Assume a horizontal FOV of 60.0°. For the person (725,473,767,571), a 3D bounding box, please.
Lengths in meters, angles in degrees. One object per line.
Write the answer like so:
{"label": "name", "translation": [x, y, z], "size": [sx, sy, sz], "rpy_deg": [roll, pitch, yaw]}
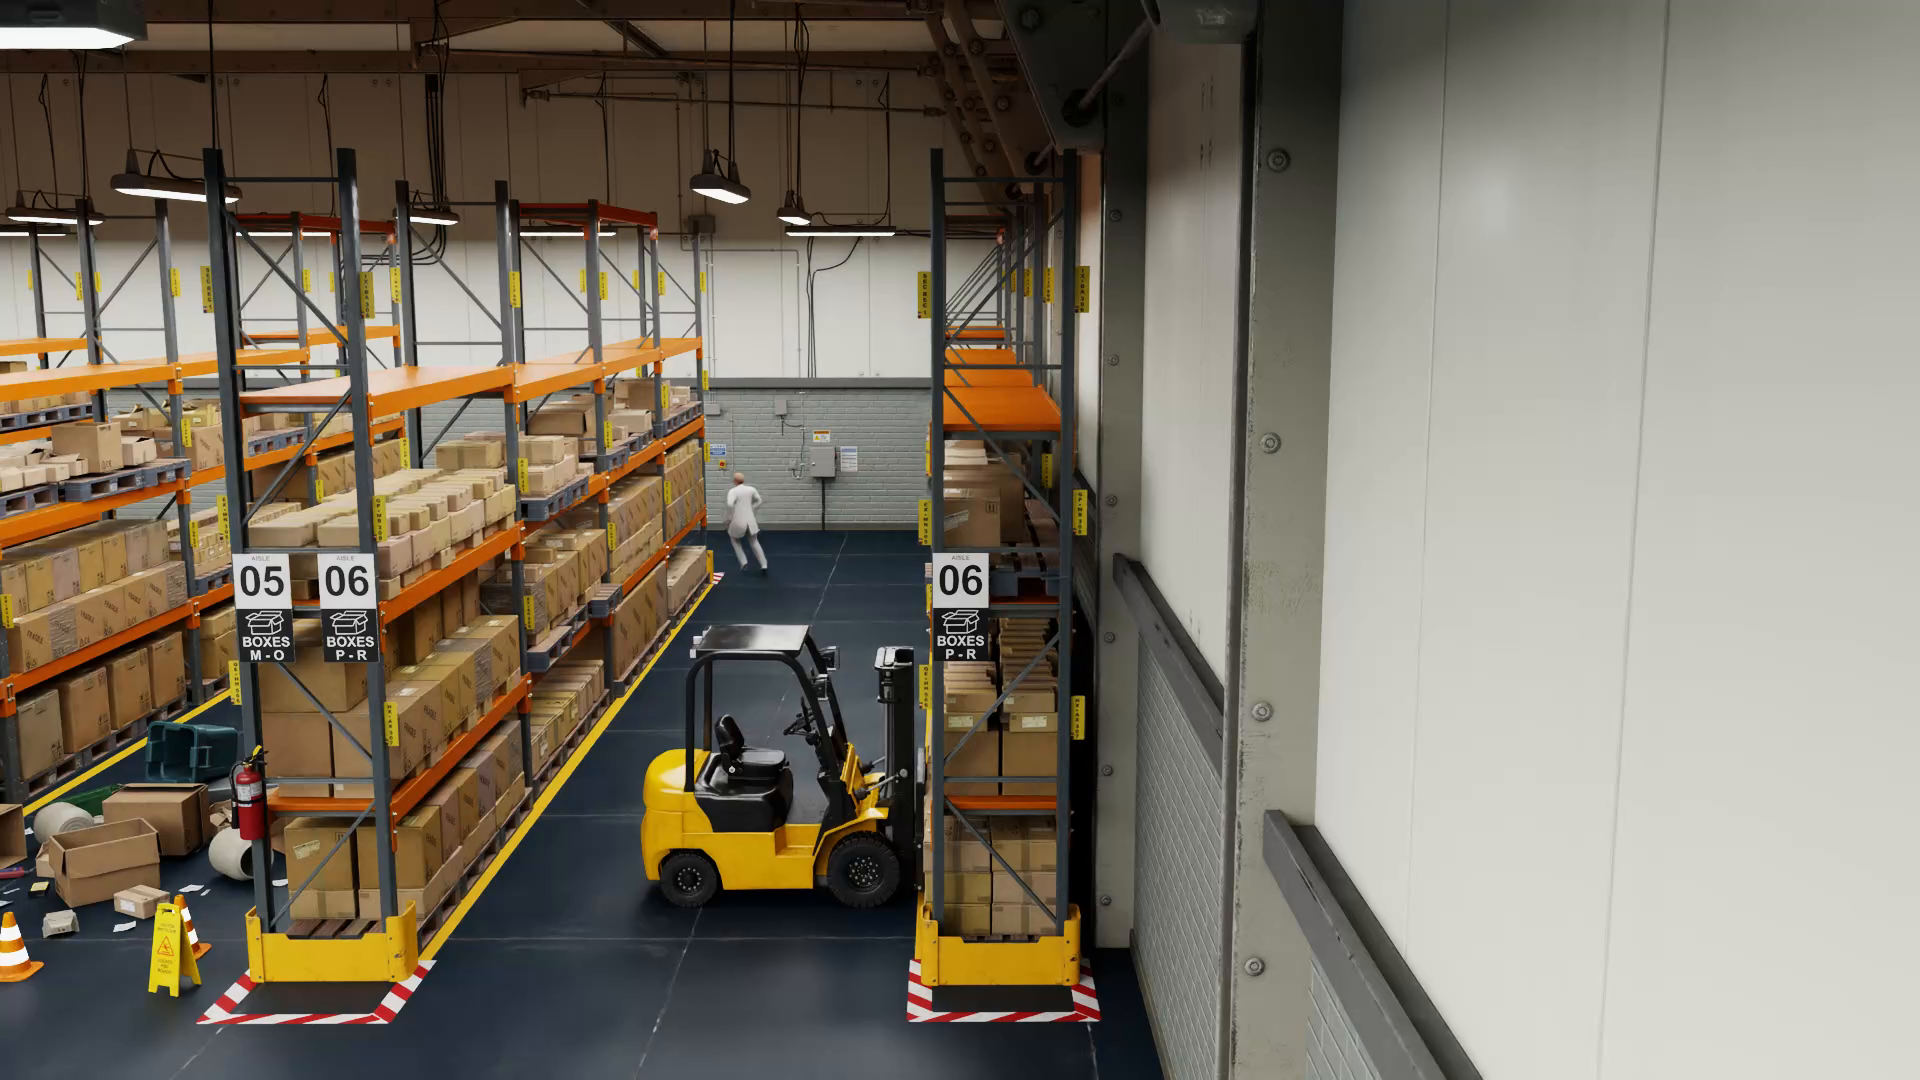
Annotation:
{"label": "person", "translation": [-3.748, -0.259, 28.705], "size": [0.770, 1.792, 0.751], "rpy_deg": [-6, 11, -33]}
